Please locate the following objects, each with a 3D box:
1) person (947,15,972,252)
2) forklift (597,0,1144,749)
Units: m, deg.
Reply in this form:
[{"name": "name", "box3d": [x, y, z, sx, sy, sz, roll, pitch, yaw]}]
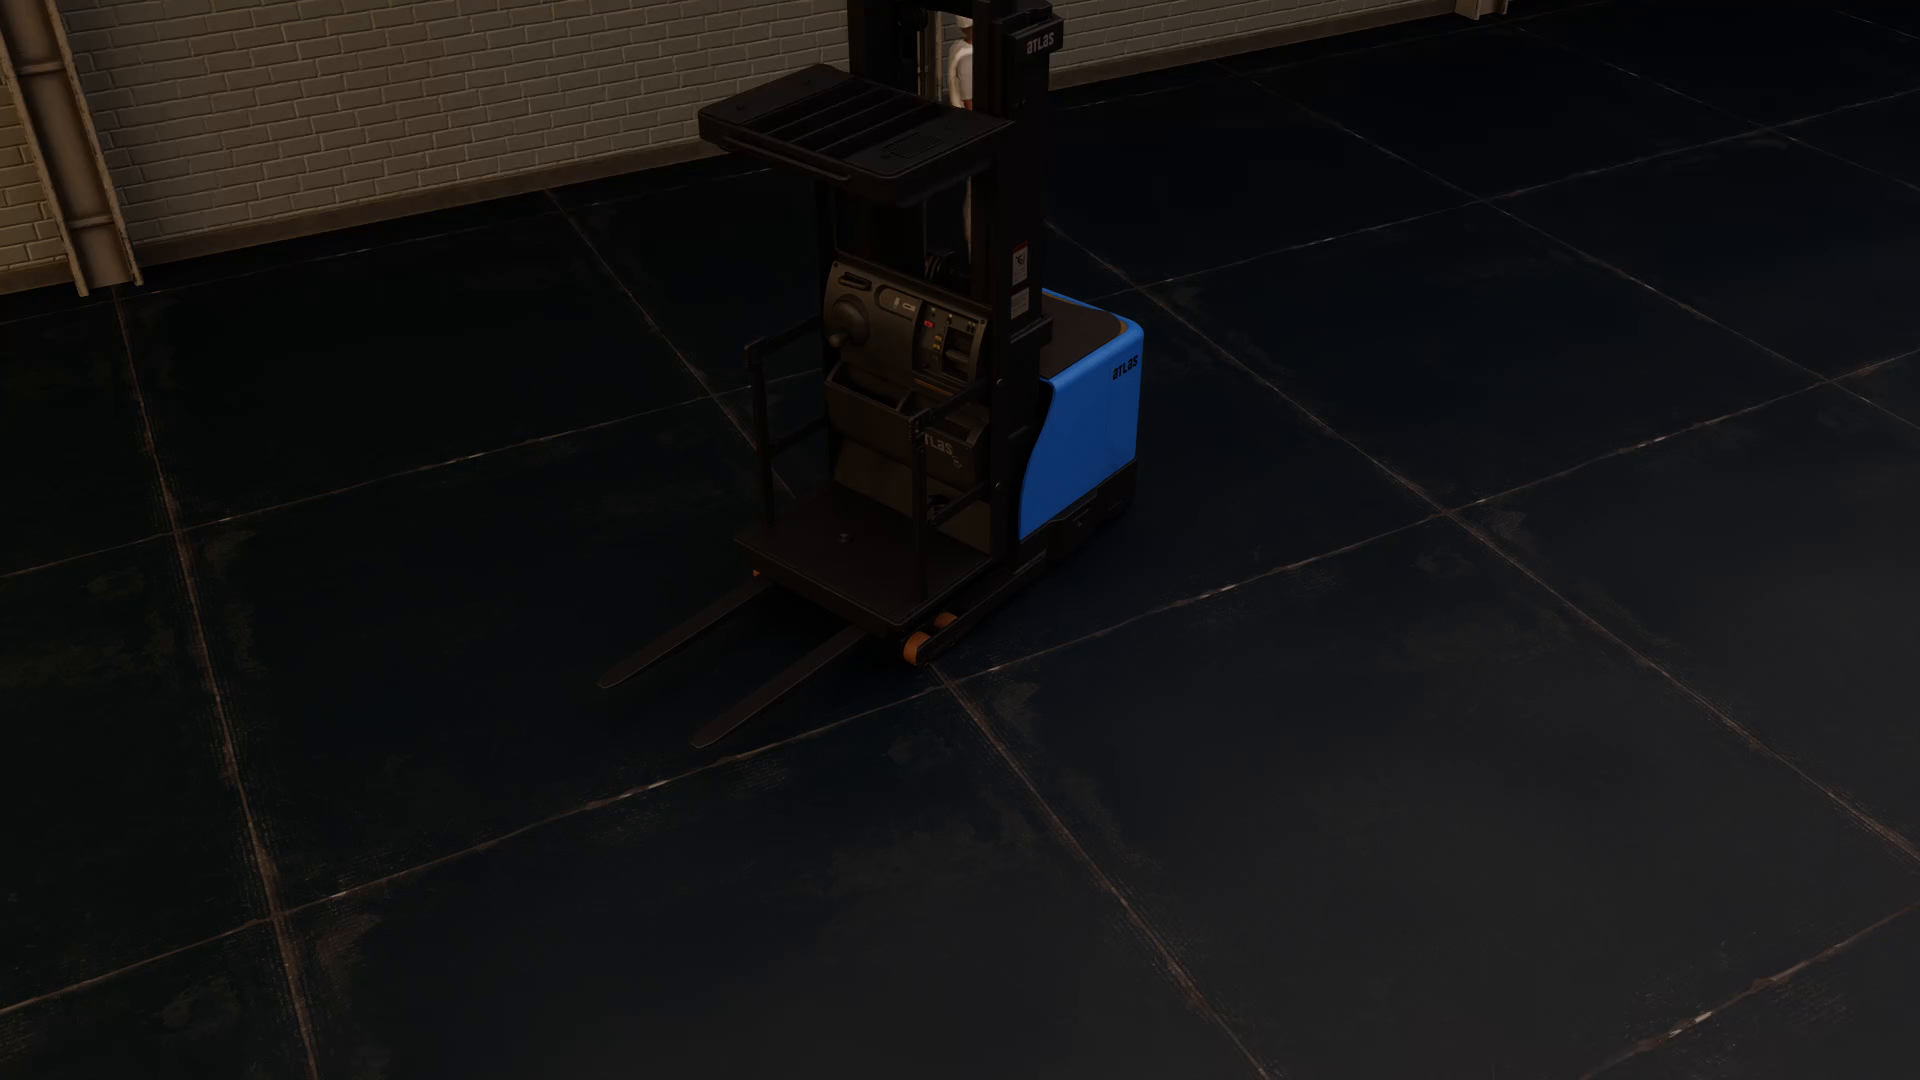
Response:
[{"name": "person", "box3d": [0.210, -2.632, 10.828, 0.579, 1.781, 0.656, -4, 35, -6]}, {"name": "forklift", "box3d": [-0.390, -0.927, 7.434, 1.130, 2.935, 3.031, 26, 43, 31]}]
